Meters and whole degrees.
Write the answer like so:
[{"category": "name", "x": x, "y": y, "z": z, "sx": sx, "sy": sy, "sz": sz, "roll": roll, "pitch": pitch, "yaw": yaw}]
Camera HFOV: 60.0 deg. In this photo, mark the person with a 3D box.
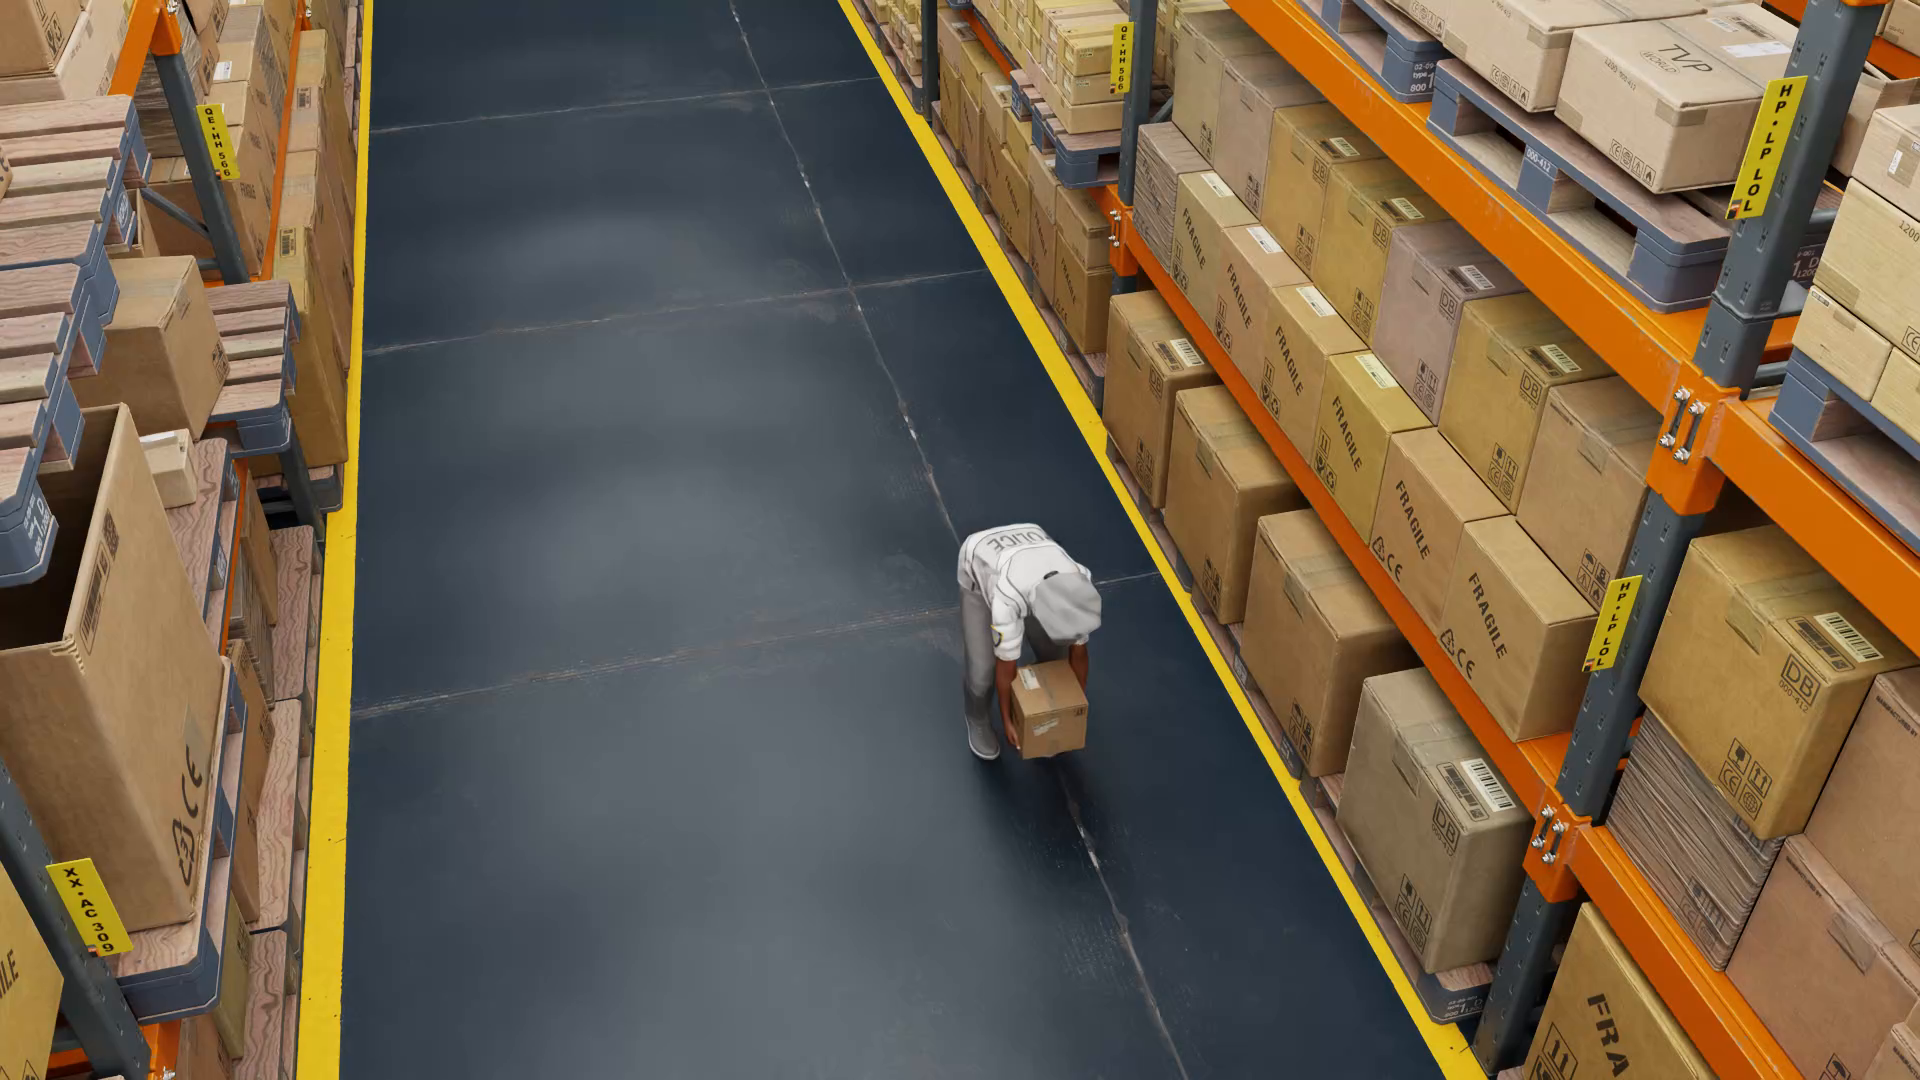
[{"category": "person", "x": 0.266, "y": 0.451, "z": 6.497, "sx": 0.427, "sy": 1.230, "sz": 0.909, "roll": -11, "pitch": 40, "yaw": -14}]
